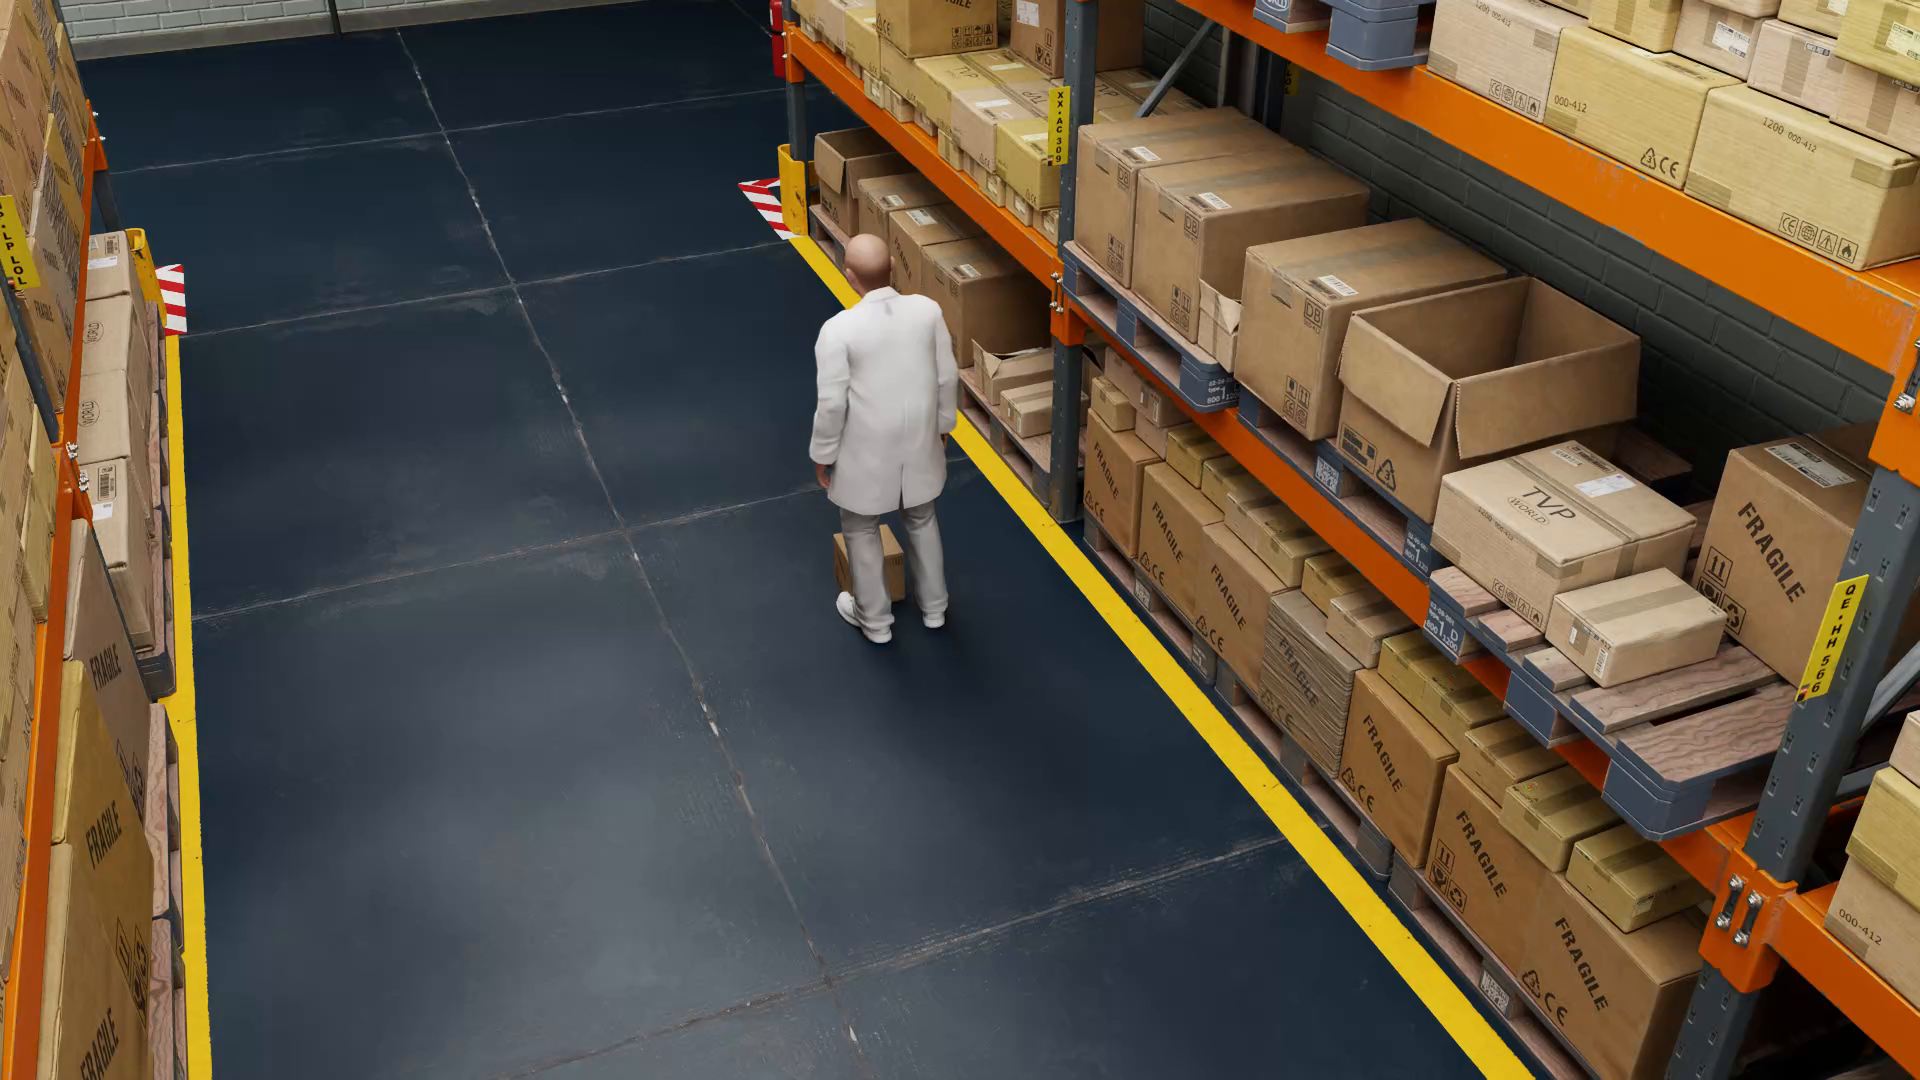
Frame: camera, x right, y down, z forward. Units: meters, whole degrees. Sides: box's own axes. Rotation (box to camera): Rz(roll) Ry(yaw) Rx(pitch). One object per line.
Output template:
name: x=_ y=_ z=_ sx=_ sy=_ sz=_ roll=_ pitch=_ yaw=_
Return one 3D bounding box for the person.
person: x=-0.309 y=-0.394 z=6.760 sx=0.648 sy=1.772 sz=0.429 roll=-15 pitch=36 yaw=-22
